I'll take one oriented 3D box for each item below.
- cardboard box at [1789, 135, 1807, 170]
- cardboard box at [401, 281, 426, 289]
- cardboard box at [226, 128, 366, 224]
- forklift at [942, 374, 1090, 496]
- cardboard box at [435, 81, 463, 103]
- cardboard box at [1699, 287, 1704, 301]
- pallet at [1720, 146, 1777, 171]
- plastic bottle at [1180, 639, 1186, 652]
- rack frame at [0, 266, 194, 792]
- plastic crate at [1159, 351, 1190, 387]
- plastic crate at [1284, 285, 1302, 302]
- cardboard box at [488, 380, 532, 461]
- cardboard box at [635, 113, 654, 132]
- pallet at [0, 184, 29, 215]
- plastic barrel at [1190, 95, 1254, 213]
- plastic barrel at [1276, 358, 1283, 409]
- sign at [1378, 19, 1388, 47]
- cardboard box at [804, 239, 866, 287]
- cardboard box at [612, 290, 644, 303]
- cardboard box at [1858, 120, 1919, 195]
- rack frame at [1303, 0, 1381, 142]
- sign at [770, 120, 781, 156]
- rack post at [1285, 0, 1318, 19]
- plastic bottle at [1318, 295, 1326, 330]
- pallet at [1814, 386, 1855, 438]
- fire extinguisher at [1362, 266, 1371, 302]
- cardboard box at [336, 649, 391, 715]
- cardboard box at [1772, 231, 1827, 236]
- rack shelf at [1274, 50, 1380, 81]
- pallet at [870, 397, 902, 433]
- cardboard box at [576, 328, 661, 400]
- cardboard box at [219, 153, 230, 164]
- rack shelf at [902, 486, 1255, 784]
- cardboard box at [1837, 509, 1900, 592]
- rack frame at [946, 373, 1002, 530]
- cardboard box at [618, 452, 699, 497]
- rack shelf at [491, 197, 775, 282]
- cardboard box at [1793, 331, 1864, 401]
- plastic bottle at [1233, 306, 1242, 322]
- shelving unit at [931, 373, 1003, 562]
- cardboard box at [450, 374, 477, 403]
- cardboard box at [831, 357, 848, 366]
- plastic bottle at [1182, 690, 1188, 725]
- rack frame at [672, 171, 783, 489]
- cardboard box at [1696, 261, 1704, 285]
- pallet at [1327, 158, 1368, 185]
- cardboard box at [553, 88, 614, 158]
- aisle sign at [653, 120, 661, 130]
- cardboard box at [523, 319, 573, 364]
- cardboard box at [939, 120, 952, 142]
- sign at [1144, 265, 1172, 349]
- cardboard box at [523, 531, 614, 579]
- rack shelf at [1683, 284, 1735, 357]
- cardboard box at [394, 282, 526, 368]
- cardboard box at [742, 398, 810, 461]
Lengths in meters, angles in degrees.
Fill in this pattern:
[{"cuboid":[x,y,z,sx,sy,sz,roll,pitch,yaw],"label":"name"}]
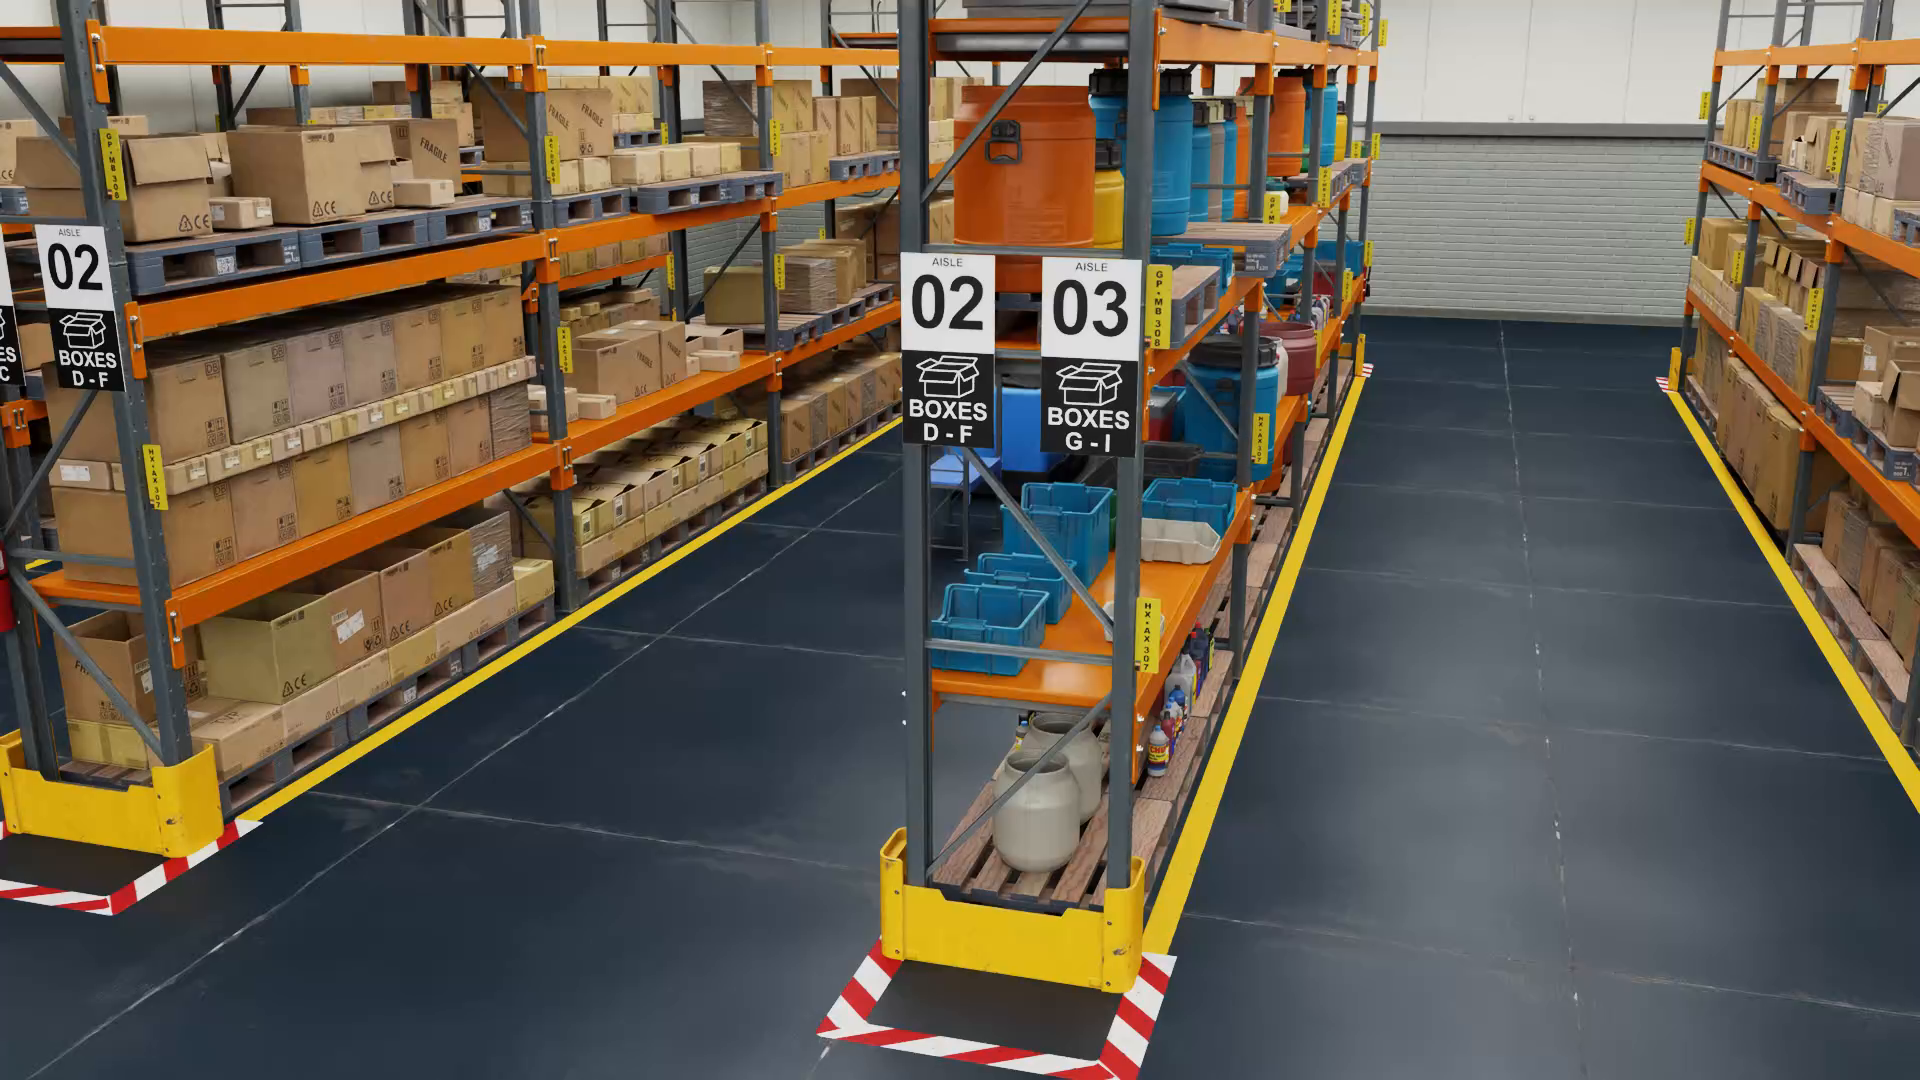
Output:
[{"cuboid":[8.016,-3.591,15.390,0.500,0.311,0.500,4,16,14],"label":"cardboard box"},{"cuboid":[-6.287,-2.949,18.464,0.500,0.500,0.500,5,16,16],"label":"cardboard box"},{"cuboid":[-3.759,-2.072,9.433,0.500,0.500,0.500,5,16,16],"label":"cardboard box"},{"cuboid":[0.714,-2.163,16.586,1.130,2.935,3.031,4,16,15],"label":"forklift"},{"cuboid":[-6.209,-5.265,19.533,0.500,0.250,0.500,6,17,20],"label":"cardboard box"},{"cuboid":[8.844,-2.858,19.370,0.380,0.149,0.250,4,16,15],"label":"cardboard box"},{"cuboid":[9.005,-4.201,18.308,1.003,0.211,1.213,5,16,16],"label":"pallet"},{"cuboid":[1.347,0.682,10.475,0.144,0.351,0.185,5,16,16],"label":"plastic bottle"},{"cuboid":[-4.493,0.101,8.475,1.000,3.000,0.127,5,16,16],"label":"rack frame"},{"cuboid":[1.776,-1.238,13.081,0.402,0.464,0.583,5,16,16],"label":"plastic crate"},{"cuboid":[3.726,-2.863,19.321,0.437,0.125,0.590,5,16,16],"label":"plastic crate"},{"cuboid":[-3.476,-0.877,11.740,0.700,0.500,0.500,4,16,14],"label":"cardboard box"},{"cuboid":[-4.650,-5.877,23.376,0.500,0.250,0.500,5,17,18],"label":"cardboard box"},{"cuboid":[-7.829,-2.834,13.672,1.213,0.211,1.003,5,16,16],"label":"pallet"},{"cuboid":[2.087,-3.093,13.320,0.600,0.901,0.600,0,16,0],"label":"plastic barrel"},{"cuboid":[2.321,-1.264,13.085,0.421,0.512,0.421,0,16,0],"label":"plastic barrel"},{"cuboid":[5.334,-6.392,20.965,0.100,0.325,0.005,5,16,16],"label":"sign"},{"cuboid":[-1.432,-3.182,19.097,0.700,0.500,0.500,-1,16,-3],"label":"cardboard box"},{"cuboid":[-4.733,-3.474,23.702,0.380,0.149,0.250,5,17,17],"label":"cardboard box"},{"cuboid":[6.750,-2.719,11.821,0.500,0.500,0.500,5,17,16],"label":"cardboard box"},{"cuboid":[4.802,-6.586,21.057,1.000,3.000,0.127,5,16,16],"label":"rack frame"},{"cuboid":[-1.690,-3.676,15.204,0.100,0.325,0.005,5,16,16],"label":"sign"},{"cuboid":[2.695,-4.649,14.367,0.954,0.300,0.937,5,16,16],"label":"rack post"},{"cuboid":[3.718,-2.363,17.255,0.144,0.351,0.185,5,16,16],"label":"plastic bottle"},{"cuboid":[7.177,-0.935,12.482,1.213,0.211,1.003,5,16,16],"label":"pallet"},{"cuboid":[5.281,-3.487,21.952,0.296,0.674,0.183,5,16,16],"label":"fire extinguisher"},{"cuboid":[-3.846,0.837,10.150,0.500,0.250,0.500,5,16,16],"label":"cardboard box"},{"cuboid":[9.086,-3.071,18.014,0.500,0.500,0.500,4,16,14],"label":"cardboard box"},{"cuboid":[4.234,-5.524,19.365,1.077,0.370,4.000,5,16,16],"label":"rack shelf"},{"cuboid":[-1.277,-1.481,19.163,1.003,0.211,1.213,5,16,16],"label":"pallet"},{"cuboid":[-2.830,-1.462,13.803,0.500,0.500,0.500,5,16,16],"label":"cardboard box"},{"cuboid":[-6.916,-3.575,16.067,0.500,0.311,0.500,5,16,16],"label":"cardboard box"},{"cuboid":[0.824,0.309,9.060,1.077,0.370,4.000,5,16,16],"label":"rack shelf"},{"cuboid":[6.961,0.091,12.285,0.700,0.500,0.500,3,16,11],"label":"cardboard box"},{"cuboid":[0.120,-0.832,14.515,0.500,1.500,0.032,5,16,16],"label":"rack frame"},{"cuboid":[-2.564,-0.585,14.137,0.500,0.311,0.500,5,17,17],"label":"cardboard box"},{"cuboid":[-2.788,-2.565,13.698,1.077,0.370,4.000,5,16,16],"label":"rack shelf"},{"cuboid":[7.180,-1.419,13.651,0.500,0.500,0.500,5,17,18],"label":"cardboard box"},{"cuboid":[2.735,-2.142,16.476,0.144,0.351,0.185,5,16,16],"label":"plastic bottle"},{"cuboid":[-0.024,-0.699,14.046,0.538,1.500,1.048,5,16,16],"label":"shelving unit"},{"cuboid":[-3.446,-1.015,11.041,0.380,0.149,0.250,5,16,16],"label":"cardboard box"},{"cuboid":[-1.595,-1.799,18.950,0.500,0.500,0.500,5,17,17],"label":"cardboard box"},{"cuboid":[1.282,0.975,9.716,0.097,0.201,0.097,0,16,0],"label":"plastic bottle"},{"cuboid":[-2.219,-1.992,15.854,1.000,3.000,0.127,5,16,16],"label":"rack frame"},{"cuboid":[9.014,-3.145,19.651,0.500,0.250,0.500,4,16,15],"label":"cardboard box"},{"cuboid":[3.536,-3.793,17.053,1.213,0.211,1.003,5,16,16],"label":"pallet"},{"cuboid":[-3.003,-3.188,12.706,0.500,0.500,0.500,6,17,21],"label":"cardboard box"},{"cuboid":[-4.388,-5.714,24.214,0.394,0.787,0.004,5,16,16],"label":"aisle sign"},{"cuboid":[-5.522,-2.608,21.840,0.700,0.500,0.500,5,17,17],"label":"cardboard box"},{"cuboid":[-0.413,-5.018,20.387,0.500,0.250,0.500,5,16,16],"label":"cardboard box"},{"cuboid":[0.781,-0.917,6.552,0.100,0.325,0.005,5,16,16],"label":"sign"},{"cuboid":[-3.004,0.089,12.787,0.500,0.250,0.500,4,16,15],"label":"cardboard box"},{"cuboid":[8.983,-2.446,18.775,1.077,0.370,4.000,5,16,16],"label":"rack shelf"},{"cuboid":[-3.476,-1.501,11.563,0.700,0.500,0.500,5,17,16],"label":"cardboard box"},{"cuboid":[-1.816,-1.098,16.477,0.500,0.500,0.500,5,17,18],"label":"cardboard box"}]
